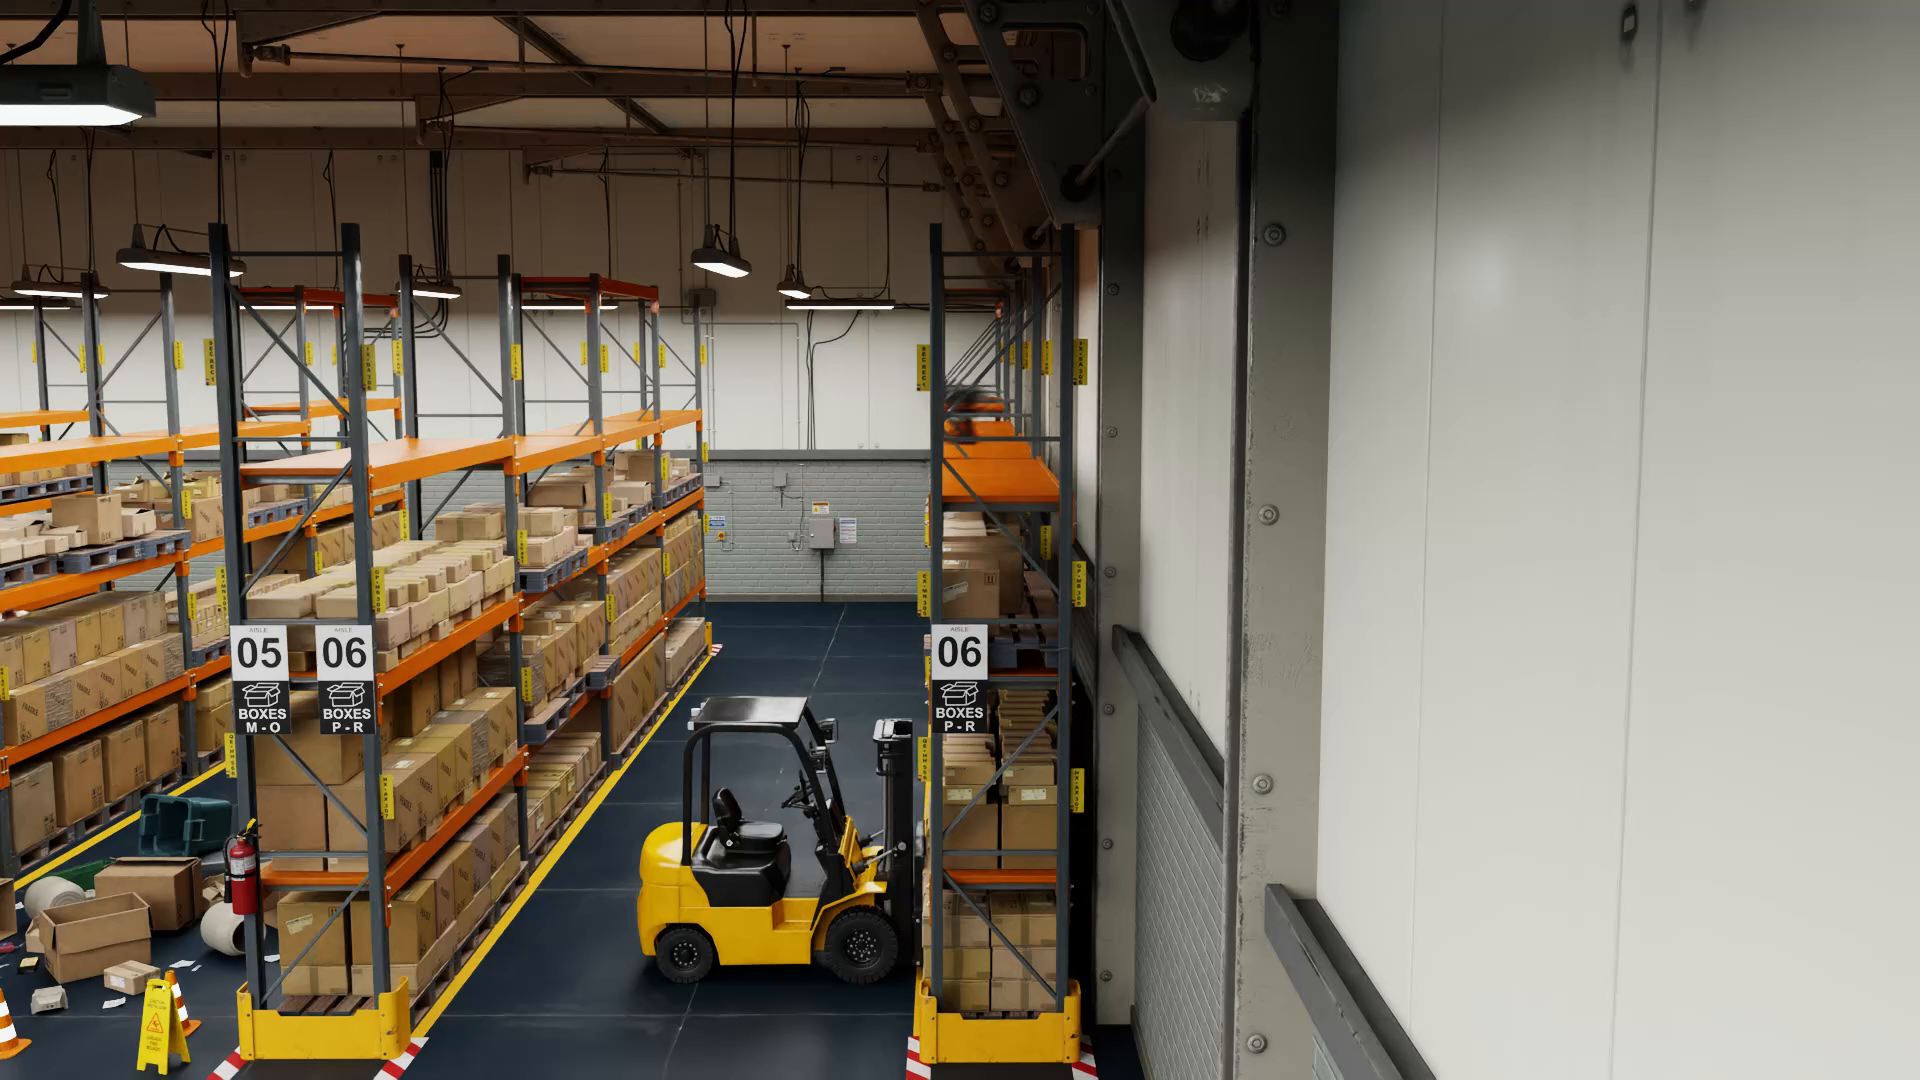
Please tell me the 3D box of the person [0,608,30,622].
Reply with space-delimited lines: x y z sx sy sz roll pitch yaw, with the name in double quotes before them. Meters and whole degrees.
"person" -13.051 1.616 22.915 0.650 1.784 0.798 0 7 0
